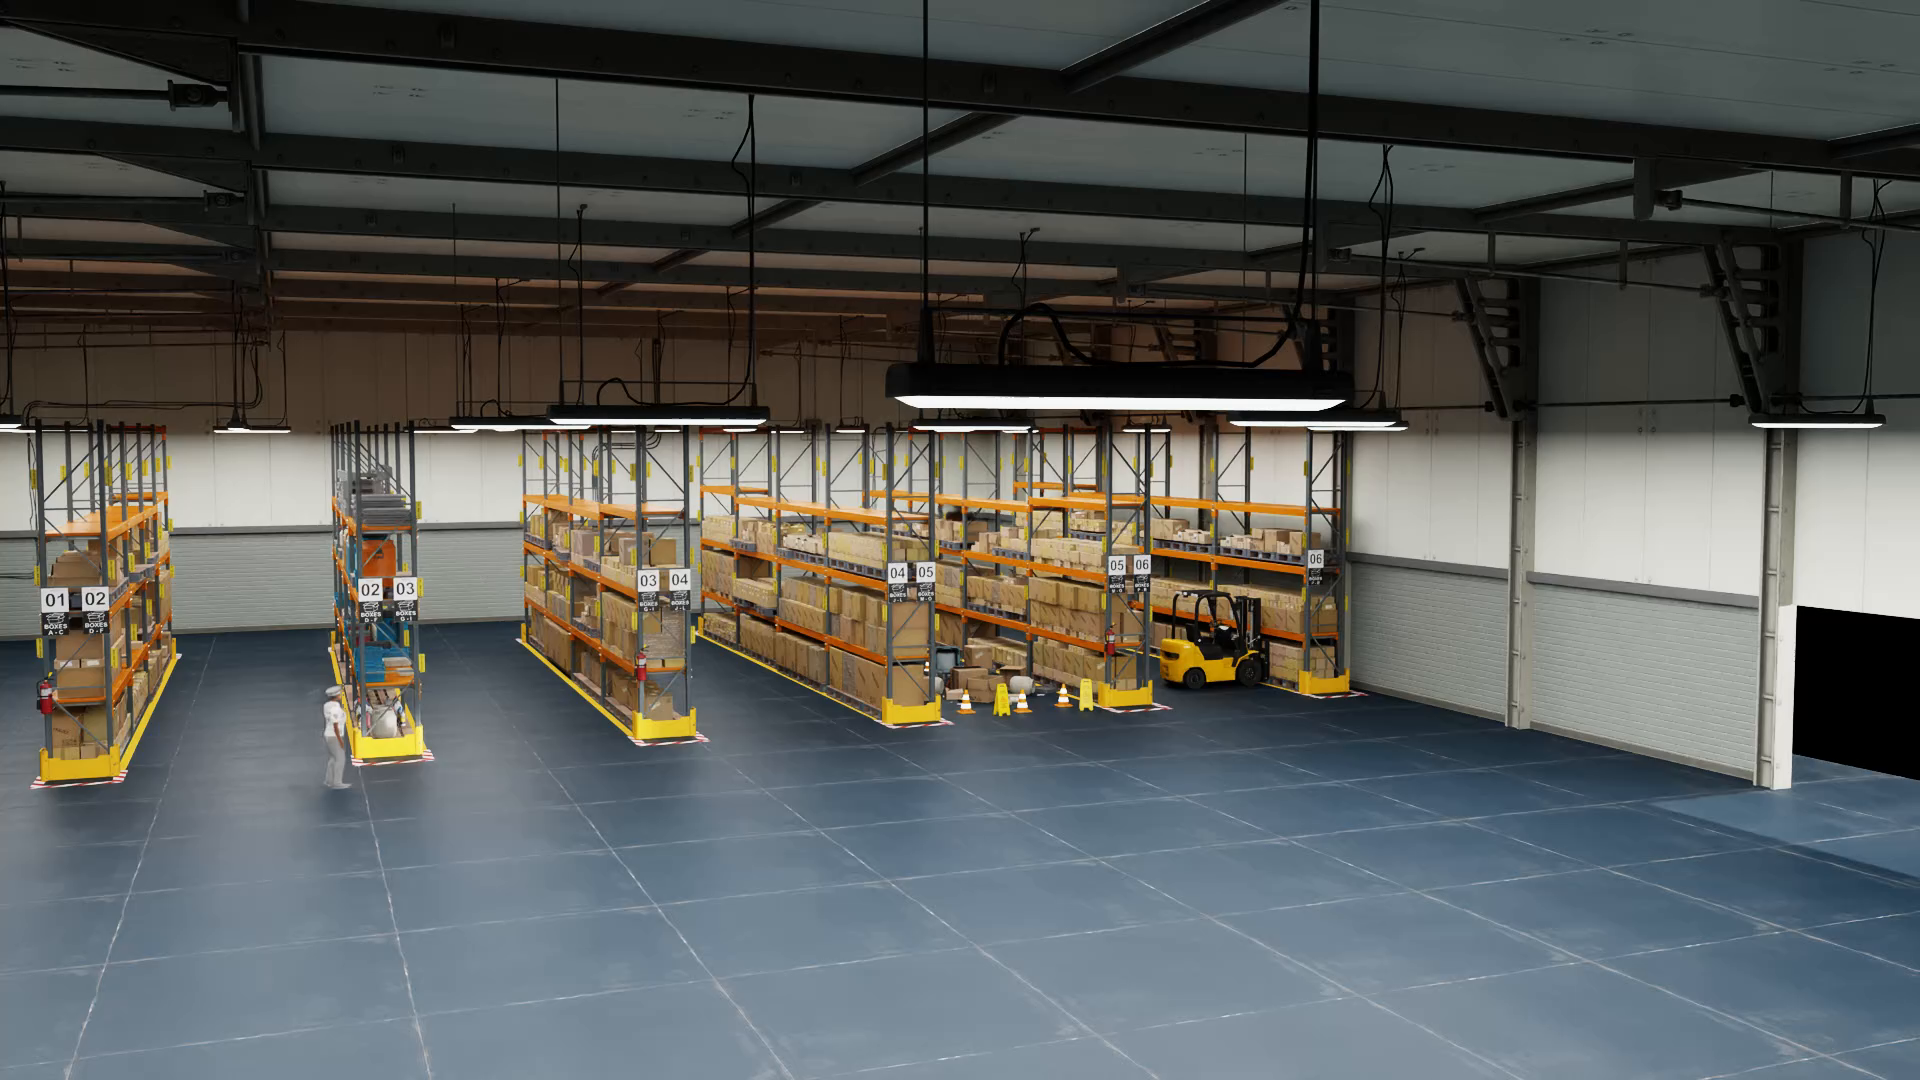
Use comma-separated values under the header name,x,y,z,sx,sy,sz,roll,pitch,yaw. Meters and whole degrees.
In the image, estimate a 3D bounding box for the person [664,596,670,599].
name,x,y,z,sx,sy,sz,roll,pitch,yaw
person,-8.775,1.828,49.486,0.572,1.599,0.968,-1,4,-13

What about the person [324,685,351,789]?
name,x,y,z,sx,sy,sz,roll,pitch,yaw
person,-10.142,3.229,27.049,0.408,1.729,0.522,-1,4,-19
